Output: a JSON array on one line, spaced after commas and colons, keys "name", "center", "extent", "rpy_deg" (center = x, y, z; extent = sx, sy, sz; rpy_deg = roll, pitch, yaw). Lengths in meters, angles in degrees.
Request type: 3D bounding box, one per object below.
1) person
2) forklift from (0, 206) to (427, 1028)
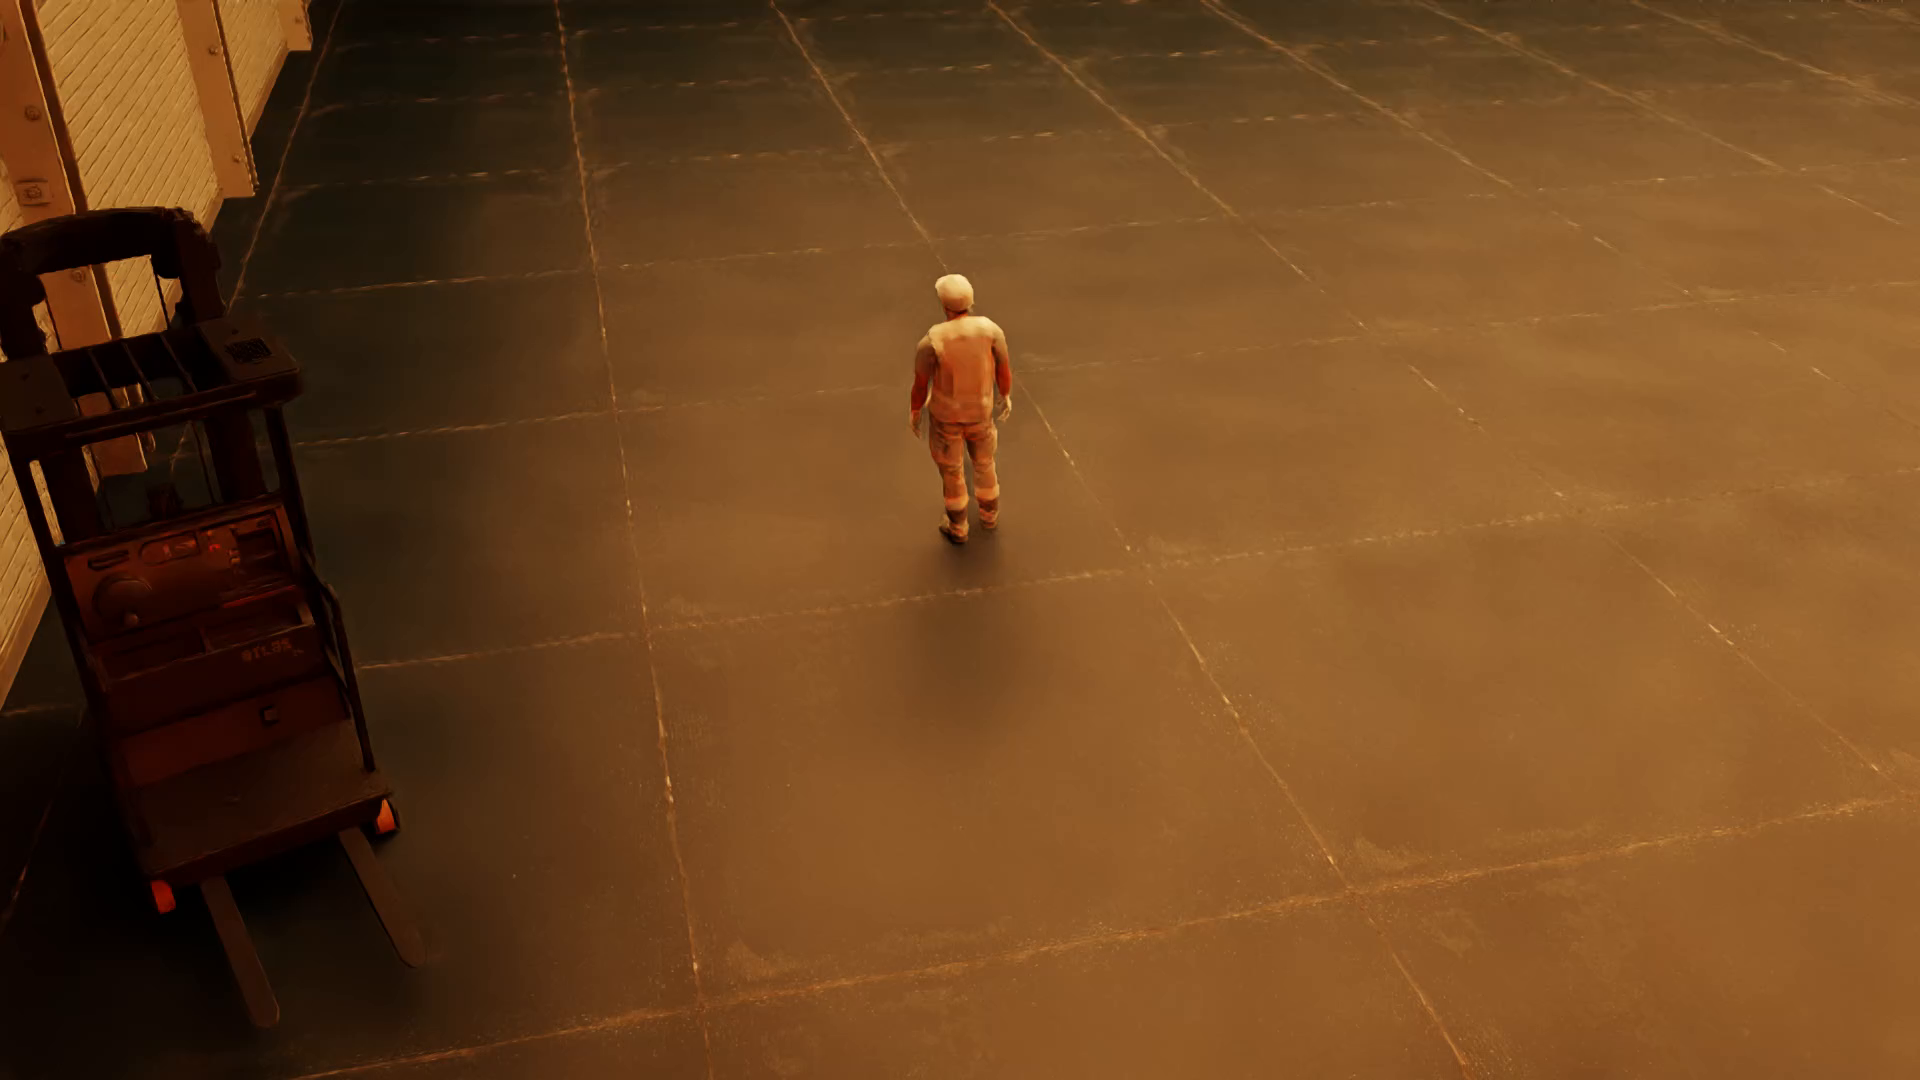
[{"name": "person", "center": [-0.008, -0.821, 10.118], "extent": [0.637, 1.787, 0.563], "rpy_deg": [-7, 31, -12]}, {"name": "forklift", "center": [-3.360, 0.158, 7.302], "extent": [1.130, 2.935, 3.031], "rpy_deg": [-18, 35, -29]}]
